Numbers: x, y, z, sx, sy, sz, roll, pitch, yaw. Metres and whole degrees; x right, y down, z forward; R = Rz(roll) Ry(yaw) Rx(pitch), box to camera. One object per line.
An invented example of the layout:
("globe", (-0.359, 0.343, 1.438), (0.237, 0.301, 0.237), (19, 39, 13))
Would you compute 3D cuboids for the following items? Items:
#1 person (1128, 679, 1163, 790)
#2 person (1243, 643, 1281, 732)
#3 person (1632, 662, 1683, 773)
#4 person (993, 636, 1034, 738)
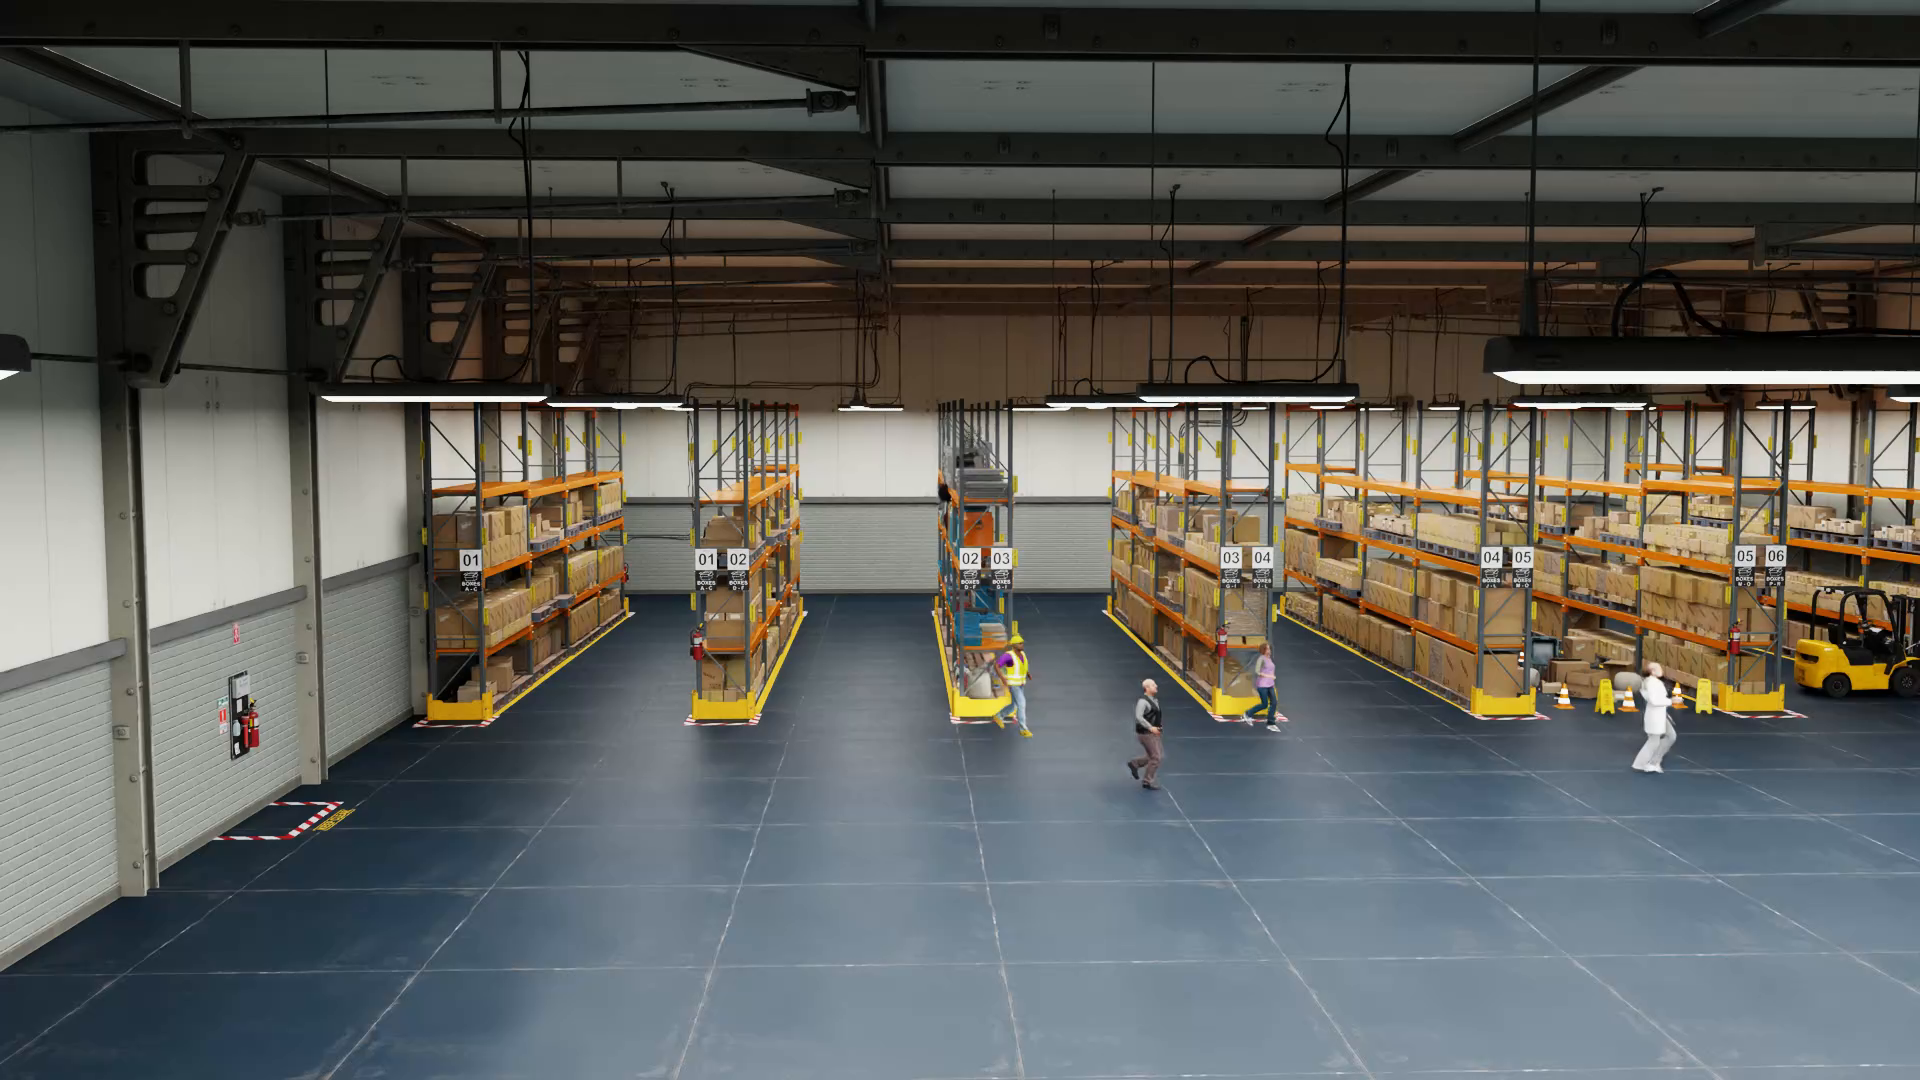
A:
("person", (2.834, 2.955, 25.452), (0.600, 1.677, 0.690), (2, 5, 23))
("person", (5.468, 2.653, 30.031), (0.711, 1.597, 0.537), (3, 6, 39))
("person", (11.111, 2.882, 26.446), (0.724, 1.713, 0.688), (3, 5, 31))
("person", (0.979, 2.590, 29.703), (0.935, 1.776, 0.718), (3, 5, 34))
